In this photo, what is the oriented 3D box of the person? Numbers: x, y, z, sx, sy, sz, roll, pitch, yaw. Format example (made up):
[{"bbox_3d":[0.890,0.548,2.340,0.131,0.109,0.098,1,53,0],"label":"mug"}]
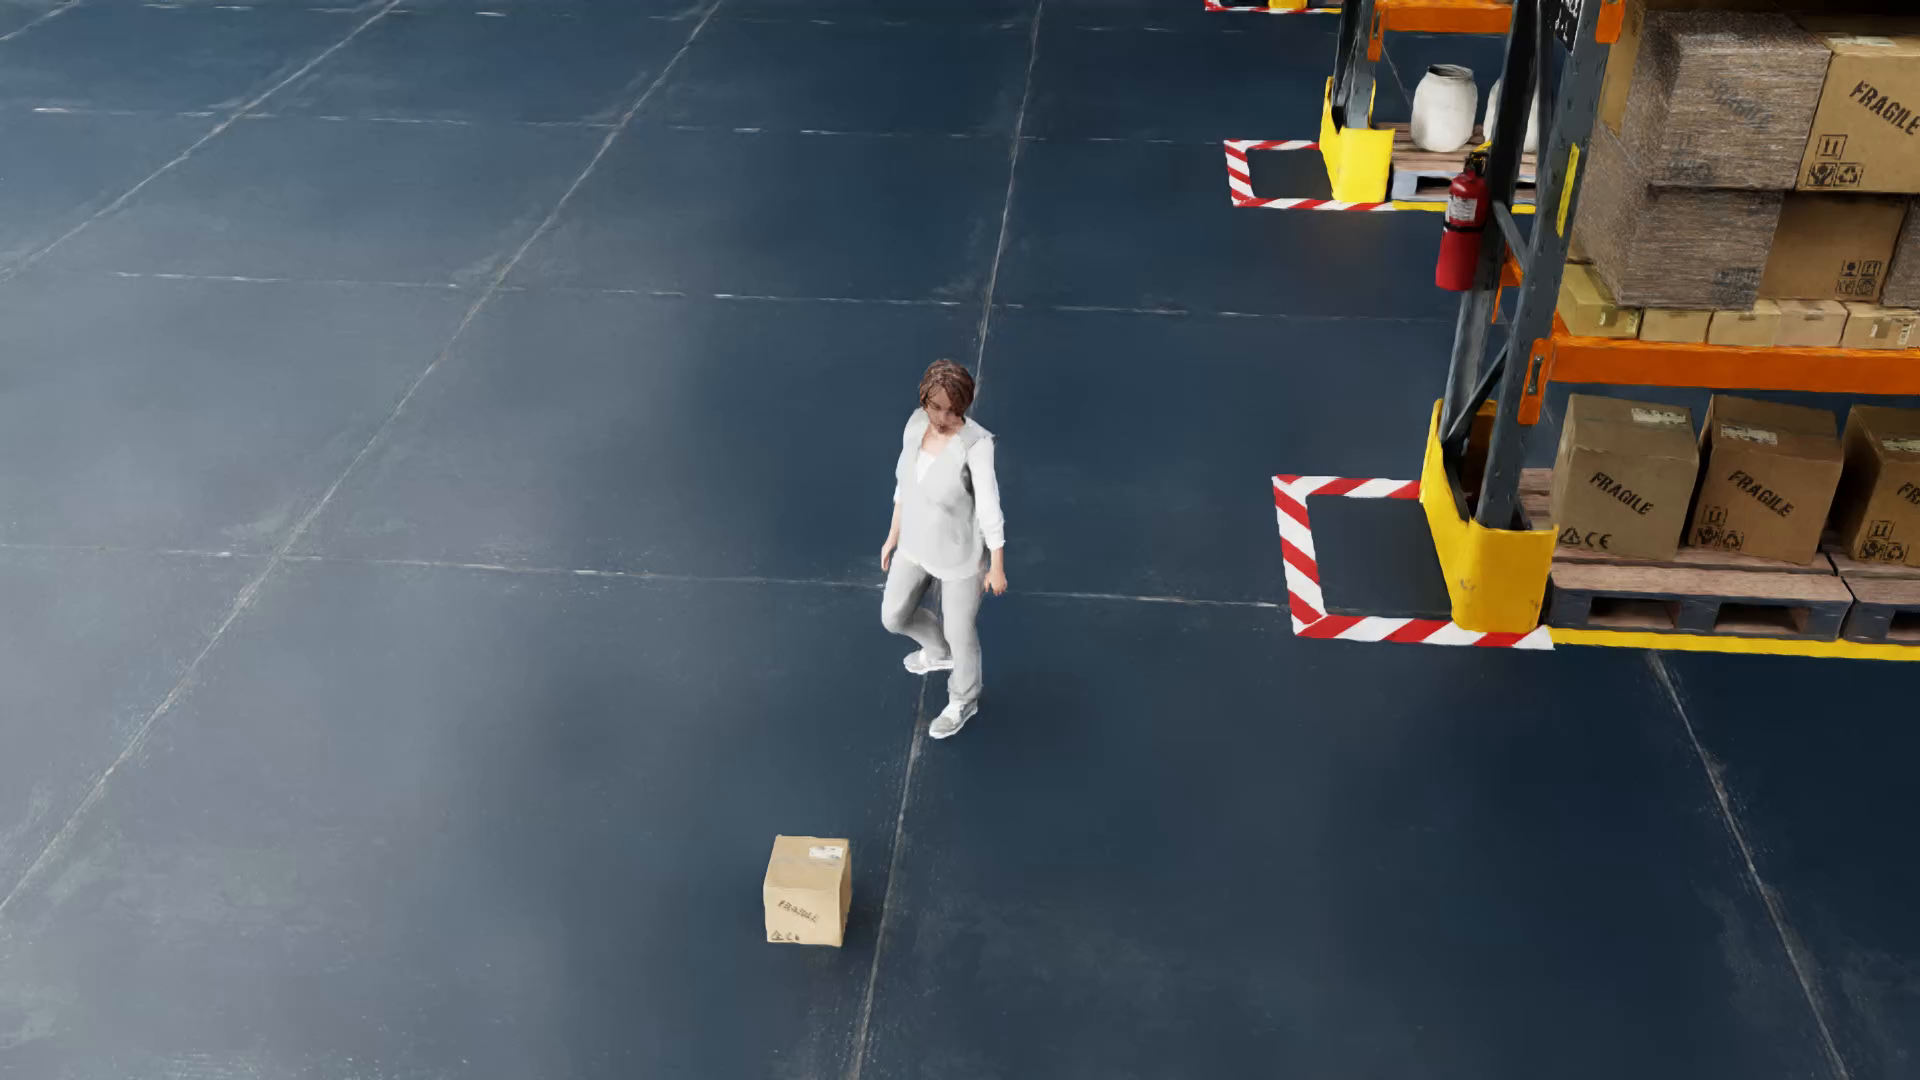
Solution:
[{"bbox_3d":[-0.062,0.018,6.090,0.578,1.589,0.419,26,41,34],"label":"person"}]
